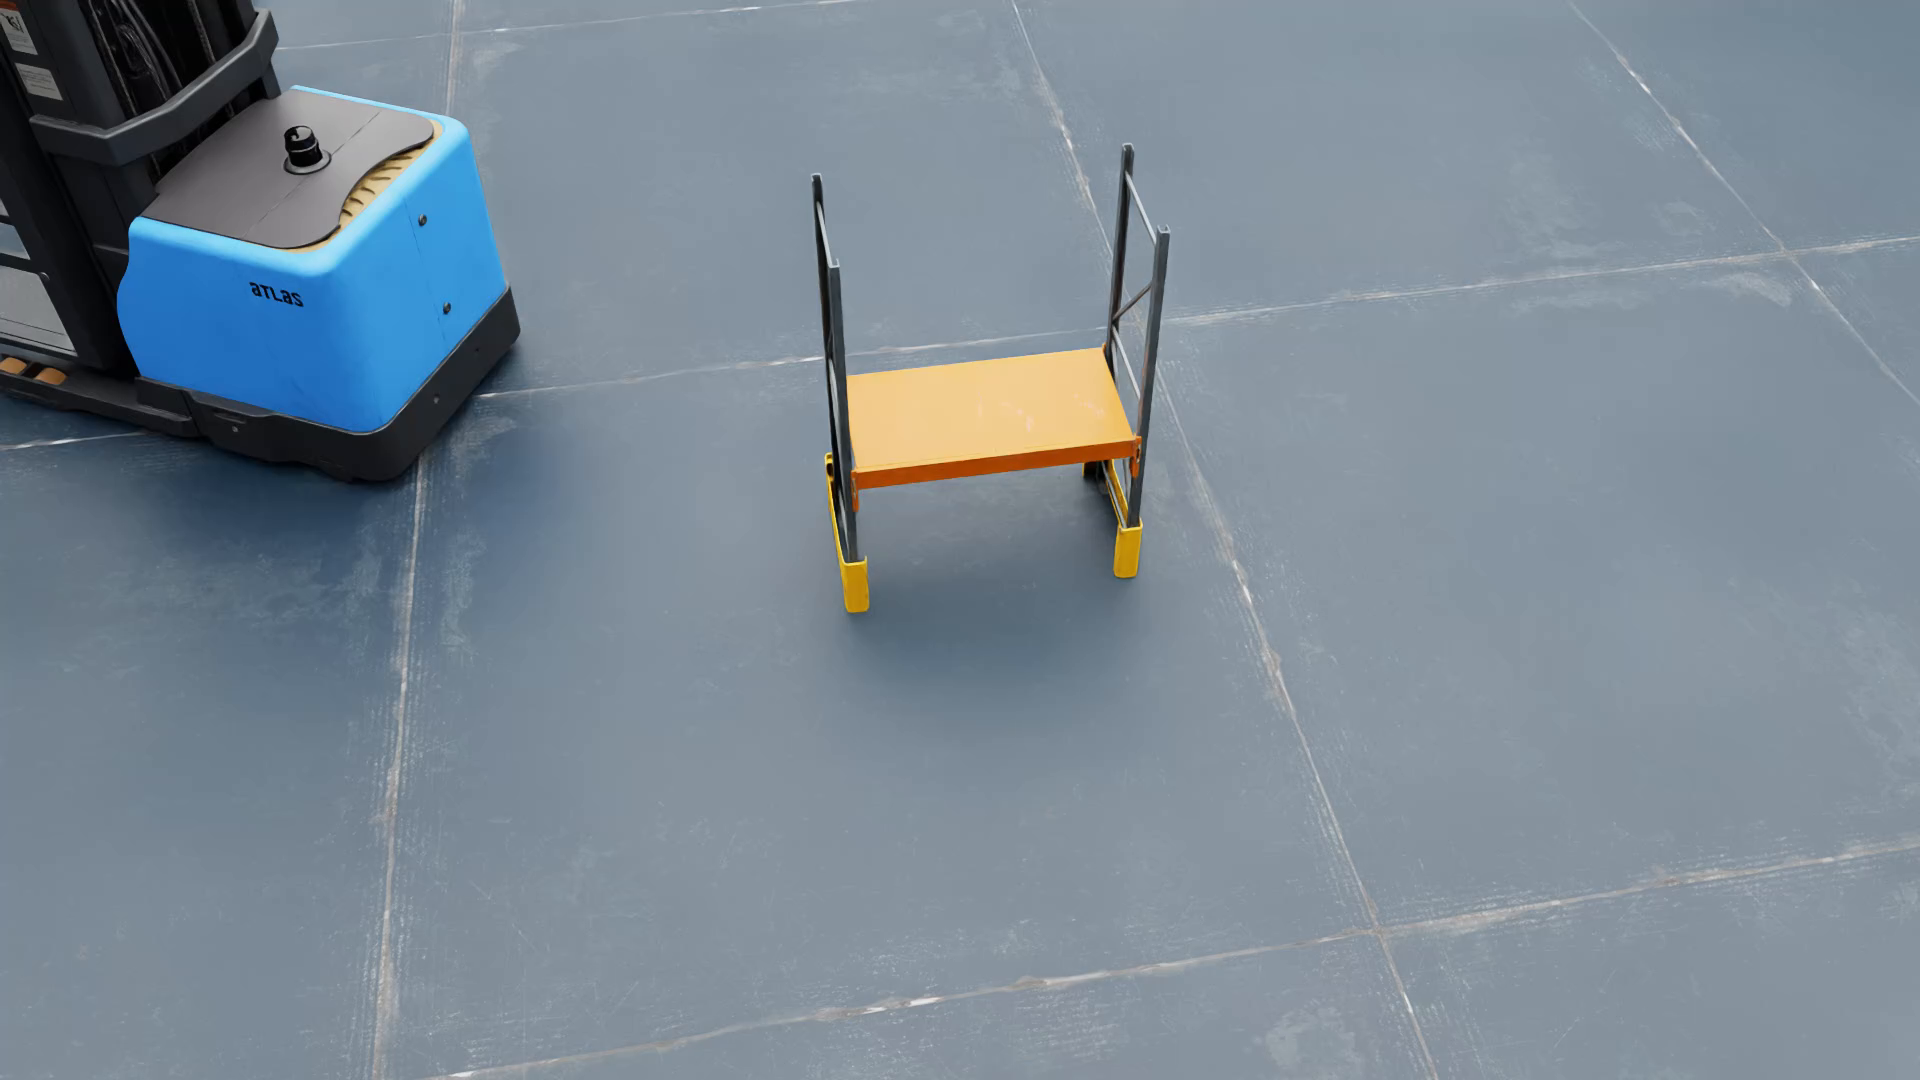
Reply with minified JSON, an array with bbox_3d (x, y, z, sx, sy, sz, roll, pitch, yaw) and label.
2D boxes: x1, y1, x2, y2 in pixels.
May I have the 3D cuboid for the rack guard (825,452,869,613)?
[{"bbox_3d":[-0.416,-0.035,6.110,0.087,0.250,0.587,-7,46,-7],"label":"rack guard"}]

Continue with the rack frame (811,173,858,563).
[{"bbox_3d":[-0.417,-0.468,5.660,0.032,1.500,0.500,-7,46,-7],"label":"rack frame"}]

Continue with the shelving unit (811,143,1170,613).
[{"bbox_3d":[0.075,-0.530,5.719,1.083,1.500,0.587,-7,46,-7],"label":"shelving unit"}]

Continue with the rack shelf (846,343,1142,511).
[{"bbox_3d":[0.084,-0.406,5.850,1.000,0.185,0.538,-7,46,-7],"label":"rack shelf"}]

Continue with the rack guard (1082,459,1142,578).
[{"bbox_3d":[0.566,-0.157,6.228,0.087,0.250,0.587,-7,46,-7],"label":"rack guard"}]

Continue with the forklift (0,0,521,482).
[{"bbox_3d":[-3.421,-1.892,6.038,3.031,2.935,1.130,14,48,13],"label":"forklift"}]

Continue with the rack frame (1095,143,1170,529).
[{"bbox_3d":[0.585,-0.593,5.780,0.032,1.500,0.500,-7,46,-7],"label":"rack frame"}]
